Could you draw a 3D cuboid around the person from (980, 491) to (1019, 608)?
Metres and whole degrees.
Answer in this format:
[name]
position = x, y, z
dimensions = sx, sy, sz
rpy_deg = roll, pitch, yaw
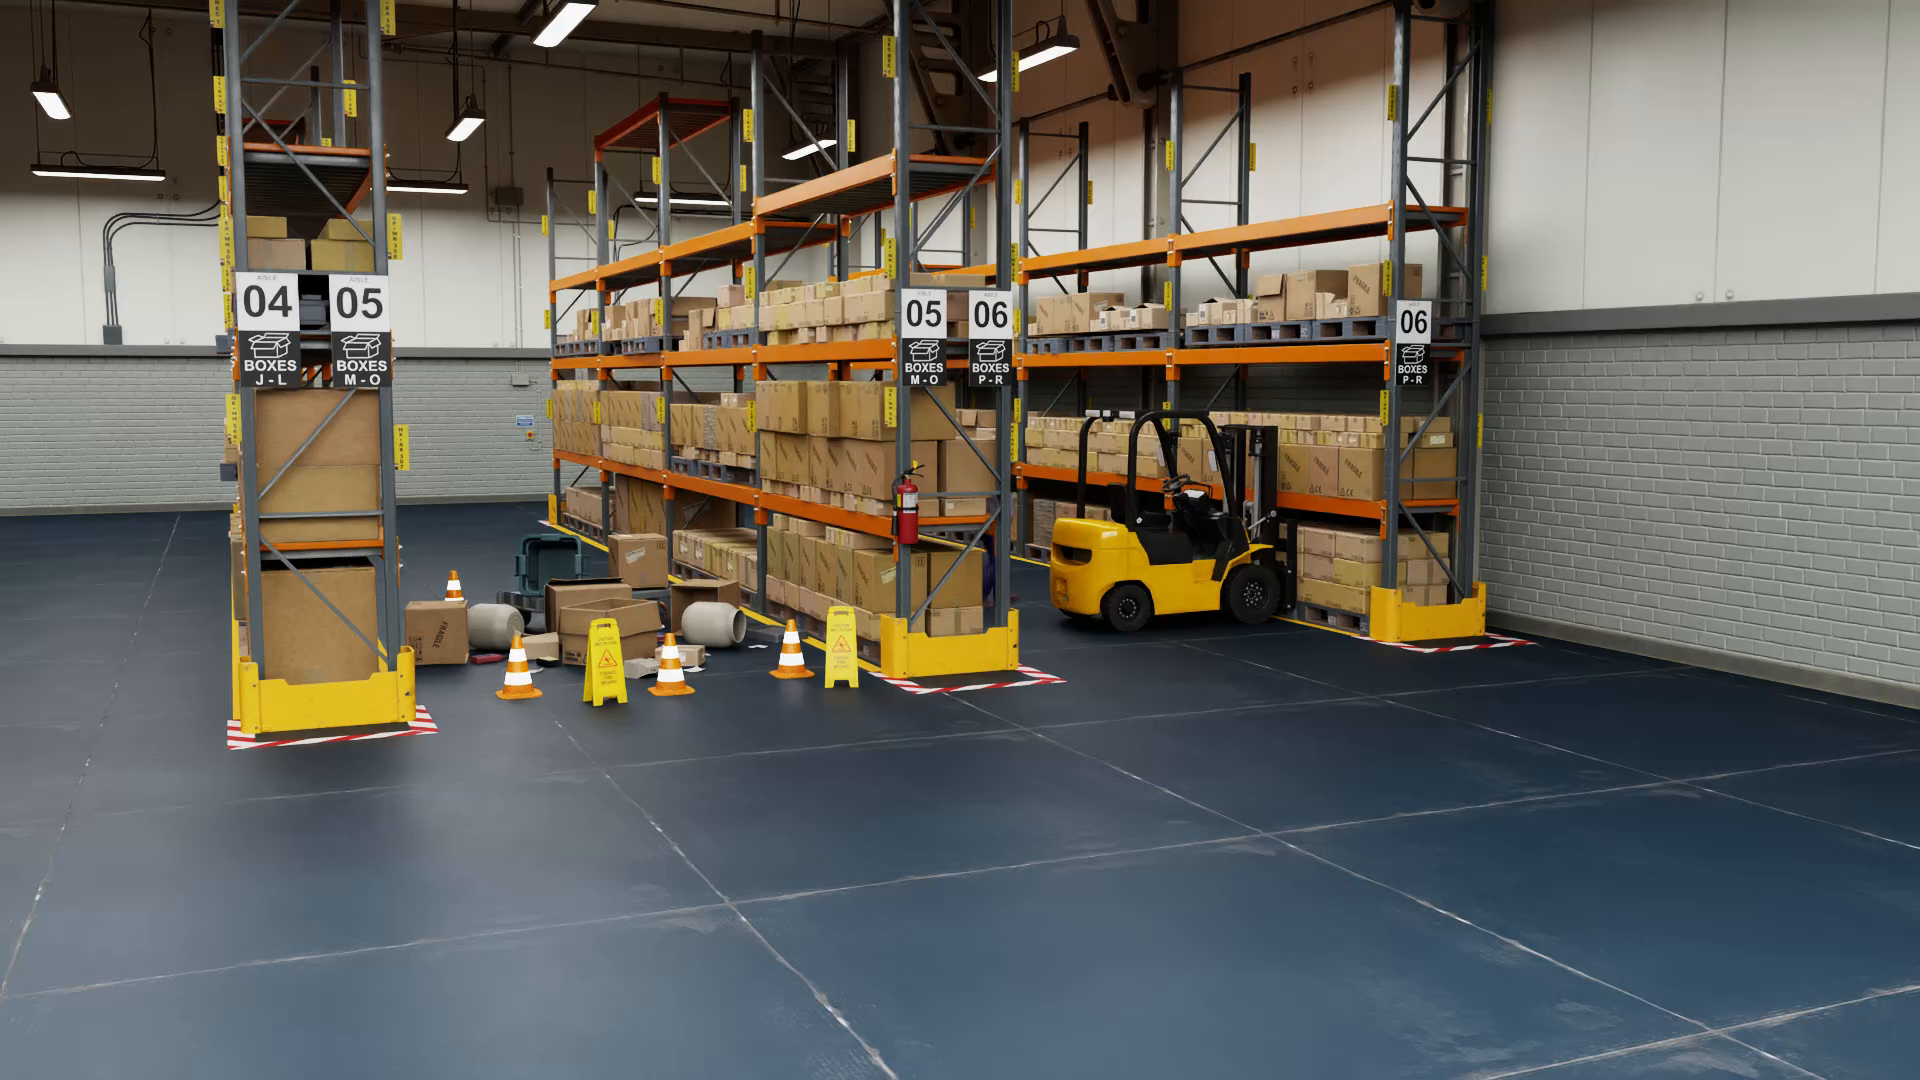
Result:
[person]
position = 0.412, -0.090, 18.016
dimensions = 0.728, 1.636, 0.520
rpy_deg = -3, 6, -28
